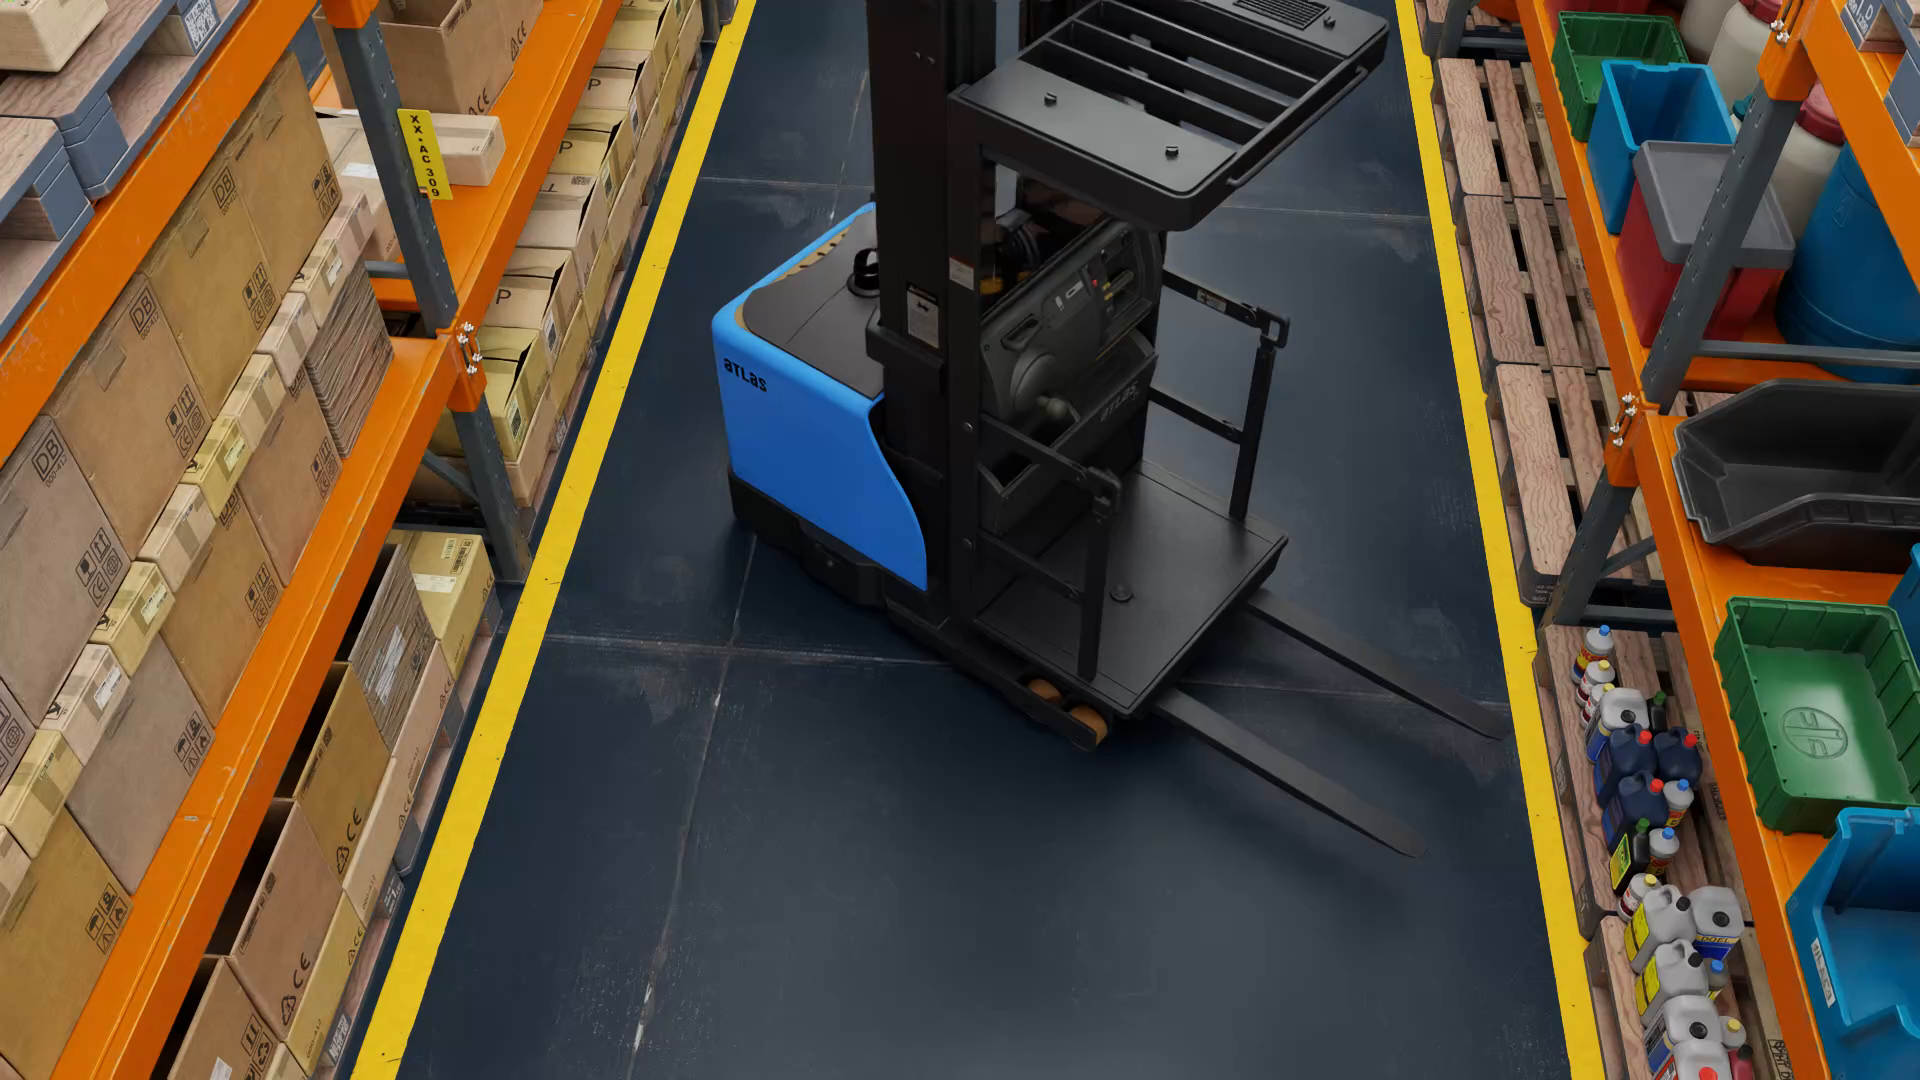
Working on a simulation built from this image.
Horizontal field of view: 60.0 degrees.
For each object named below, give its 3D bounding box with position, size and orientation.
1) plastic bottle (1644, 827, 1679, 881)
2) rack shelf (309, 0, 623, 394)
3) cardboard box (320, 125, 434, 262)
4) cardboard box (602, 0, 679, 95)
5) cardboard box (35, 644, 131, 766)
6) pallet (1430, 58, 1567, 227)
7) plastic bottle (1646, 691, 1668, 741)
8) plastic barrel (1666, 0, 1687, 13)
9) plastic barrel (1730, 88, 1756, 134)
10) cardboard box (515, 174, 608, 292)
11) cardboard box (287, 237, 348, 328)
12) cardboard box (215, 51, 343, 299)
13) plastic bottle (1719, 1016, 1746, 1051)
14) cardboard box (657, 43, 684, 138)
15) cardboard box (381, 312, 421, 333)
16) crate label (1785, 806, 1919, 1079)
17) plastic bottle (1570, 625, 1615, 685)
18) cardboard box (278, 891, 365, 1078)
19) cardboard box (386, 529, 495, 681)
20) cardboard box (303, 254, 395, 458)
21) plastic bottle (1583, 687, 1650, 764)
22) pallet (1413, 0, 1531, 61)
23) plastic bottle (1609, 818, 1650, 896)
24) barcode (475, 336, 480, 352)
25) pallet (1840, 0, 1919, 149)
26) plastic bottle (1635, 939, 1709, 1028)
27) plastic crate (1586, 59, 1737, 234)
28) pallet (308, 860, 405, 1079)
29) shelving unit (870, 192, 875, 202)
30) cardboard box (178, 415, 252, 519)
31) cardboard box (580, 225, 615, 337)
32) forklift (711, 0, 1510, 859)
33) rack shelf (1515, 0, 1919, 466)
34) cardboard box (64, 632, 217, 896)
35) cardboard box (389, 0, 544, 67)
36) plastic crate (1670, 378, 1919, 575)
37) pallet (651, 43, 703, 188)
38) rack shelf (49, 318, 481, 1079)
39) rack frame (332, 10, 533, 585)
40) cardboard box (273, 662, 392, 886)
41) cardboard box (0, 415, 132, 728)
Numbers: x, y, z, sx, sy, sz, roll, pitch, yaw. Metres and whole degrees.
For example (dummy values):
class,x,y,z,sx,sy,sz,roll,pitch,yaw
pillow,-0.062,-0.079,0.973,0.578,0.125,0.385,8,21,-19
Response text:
class,x,y,z,sx,sy,sz,roll,pitch,yaw
plastic bottle,2.237,1.010,5.344,0.097,0.271,0.097,0,48,0
rack shelf,-2.033,-2.140,7.162,1.077,0.370,4.000,4,48,4
cardboard box,-2.214,-1.227,5.941,0.500,0.250,0.500,7,48,6
cardboard box,-1.694,-2.471,8.176,0.500,0.311,0.500,3,48,3
cardboard box,-2.188,0.370,3.871,0.380,0.149,0.250,4,48,4
pallet,2.973,-2.009,8.444,1.003,0.211,1.213,4,48,4
plastic bottle,2.356,0.642,5.673,0.061,0.283,0.133,4,48,4
plastic barrel,3.163,-2.474,6.904,0.421,0.512,0.421,0,48,0
plastic barrel,2.991,-1.493,6.176,0.301,0.262,0.301,0,48,0
cardboard box,-1.832,-1.351,7.151,0.500,0.311,0.500,2,48,2
cardboard box,-2.051,-0.770,4.914,0.380,0.149,0.250,3,48,3
cardboard box,-2.249,-1.058,4.738,0.700,0.500,0.500,4,48,4
plastic bottle,2.273,1.489,4.954,0.097,0.201,0.097,0,48,0
cardboard box,-1.699,-2.284,8.385,0.500,0.250,0.500,3,48,3
cardboard box,-2.422,-1.015,6.845,0.500,0.311,0.500,5,48,5
crate label,2.251,0.980,3.797,0.502,0.435,0.616,4,48,4
plastic bottle,2.252,0.400,5.902,0.097,0.271,0.097,0,48,0
cardboard box,-2.171,1.331,5.078,0.500,0.250,0.500,4,48,4
cardboard box,-2.040,0.229,6.087,0.500,0.250,0.500,4,48,4
cardboard box,-2.249,-0.620,5.217,0.700,0.500,0.500,3,48,3
plastic bottle,2.250,0.638,5.681,0.152,0.276,0.135,5,48,5
pallet,3.112,-3.157,9.495,1.003,0.211,1.213,4,48,4
plastic bottle,2.157,1.014,5.333,0.061,0.283,0.133,6,48,5
barcode,-1.777,-0.701,6.104,0.001,0.075,0.075,4,48,4
pallet,2.749,-0.989,3.717,1.213,0.211,1.003,4,48,4
plastic bottle,2.158,1.322,5.006,0.144,0.351,0.185,6,48,5
plastic crate,2.508,-1.403,6.011,0.392,0.384,0.575,4,48,4
pallet,-2.438,1.509,5.227,1.003,0.211,1.213,4,48,4
shelving unit,-0.228,-1.072,7.121,0.258,0.900,0.210,-11,49,-10
cardboard box,-2.121,-0.204,4.396,0.380,0.149,0.250,4,48,3
cardboard box,-1.839,-1.163,7.359,0.500,0.250,0.500,3,48,2
forklift,0.542,-0.675,5.381,3.031,2.935,1.130,30,54,25
rack shelf,2.900,-1.804,6.855,1.077,0.370,4.000,4,48,4
cardboard box,-2.386,0.513,4.180,0.700,0.500,0.500,5,48,5
cardboard box,-2.035,-2.265,6.721,0.500,0.500,0.500,4,48,4
plastic crate,2.543,-0.180,4.924,0.767,0.338,0.504,4,48,4
pallet,-1.964,-2.309,8.719,1.003,0.211,1.213,4,48,4
rack shelf,-2.397,0.800,4.473,1.077,0.370,4.000,4,48,4
rack frame,-2.215,-0.913,5.552,1.000,3.000,0.127,4,48,4
cardboard box,-2.138,0.710,5.138,0.500,0.500,0.500,4,48,4
cardboard box,-2.386,0.048,3.726,0.700,0.500,0.500,4,48,4
